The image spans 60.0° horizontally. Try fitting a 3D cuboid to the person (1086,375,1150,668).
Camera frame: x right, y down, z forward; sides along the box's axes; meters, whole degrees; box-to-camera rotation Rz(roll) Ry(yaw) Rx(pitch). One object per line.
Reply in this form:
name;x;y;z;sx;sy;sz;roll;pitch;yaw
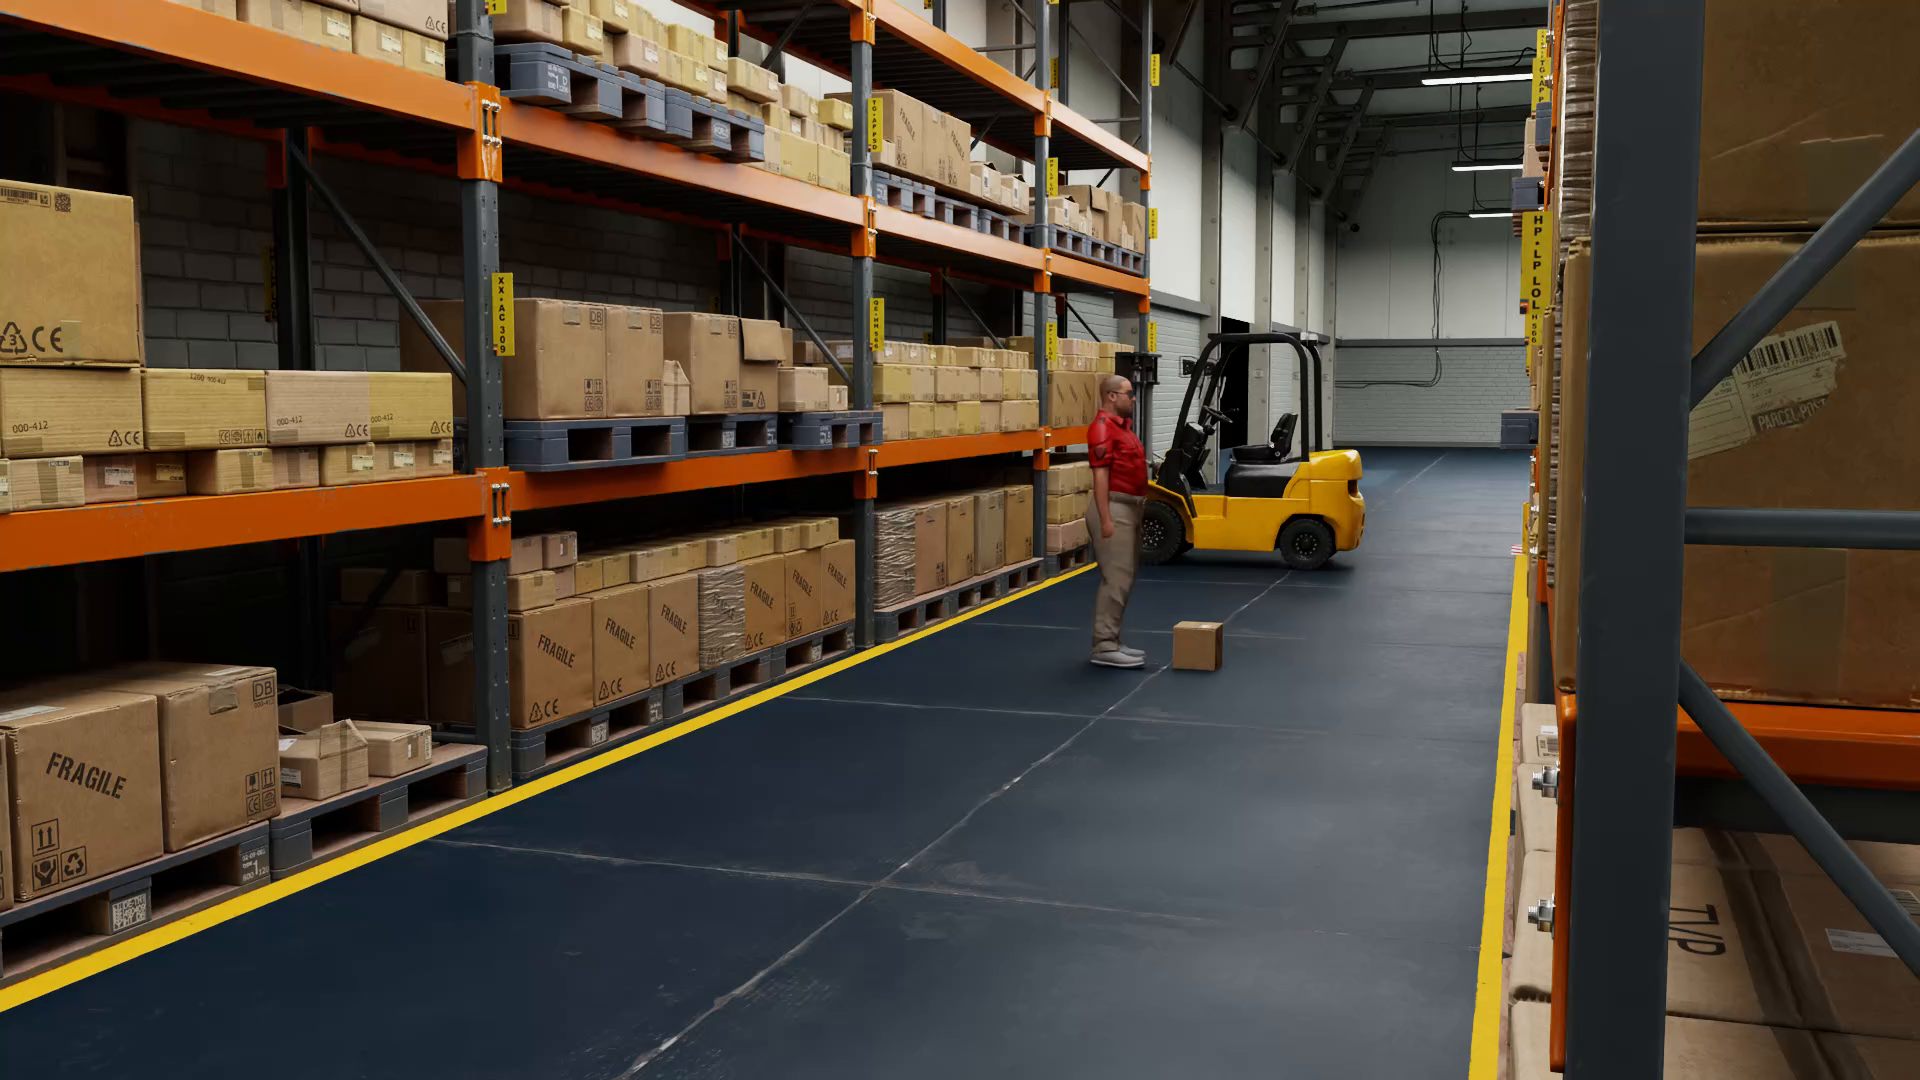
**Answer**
person;0.963;-0.119;9.946;0.384;1.726;0.530;2;5;20
